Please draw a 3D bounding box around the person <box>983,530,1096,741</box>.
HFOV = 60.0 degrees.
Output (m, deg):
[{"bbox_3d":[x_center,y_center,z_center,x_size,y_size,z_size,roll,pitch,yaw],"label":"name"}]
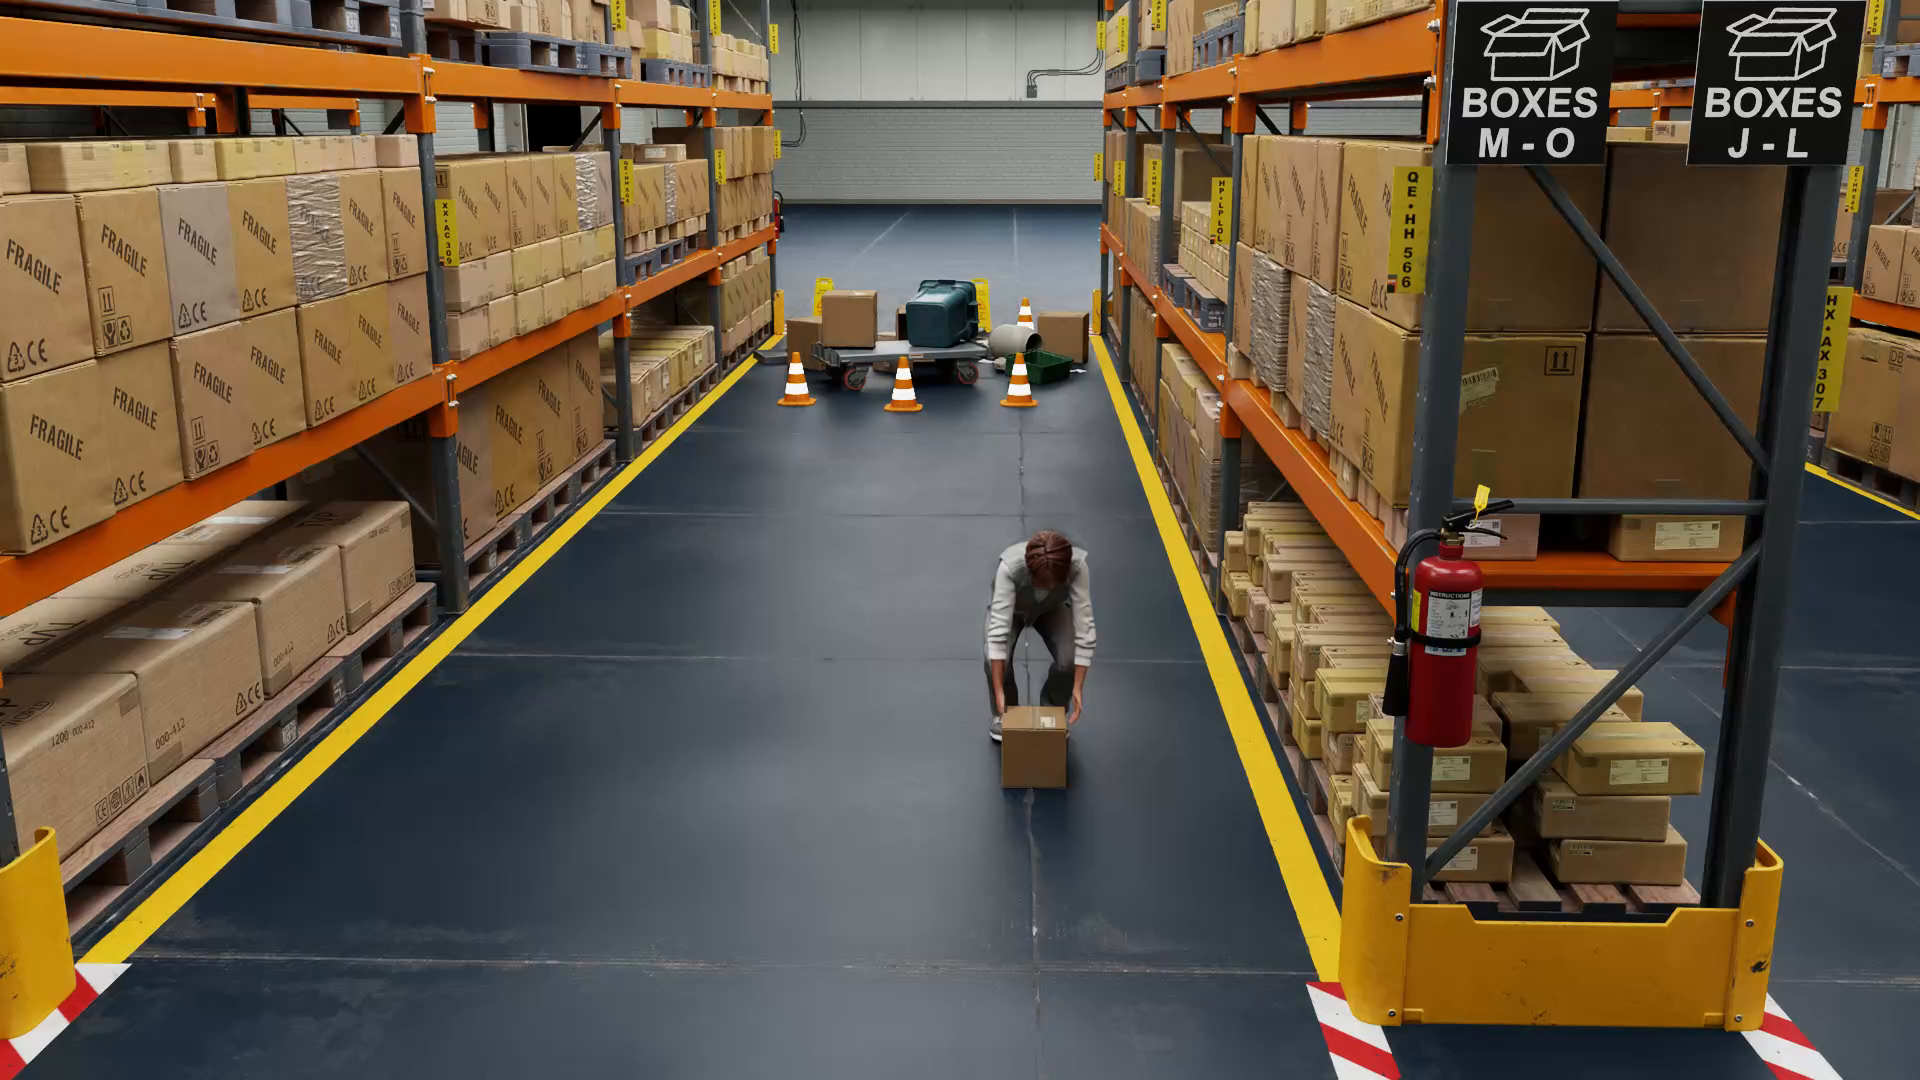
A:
[{"bbox_3d":[0.319,0.376,6.833,0.453,0.963,0.780,0,14,1],"label":"person"}]
